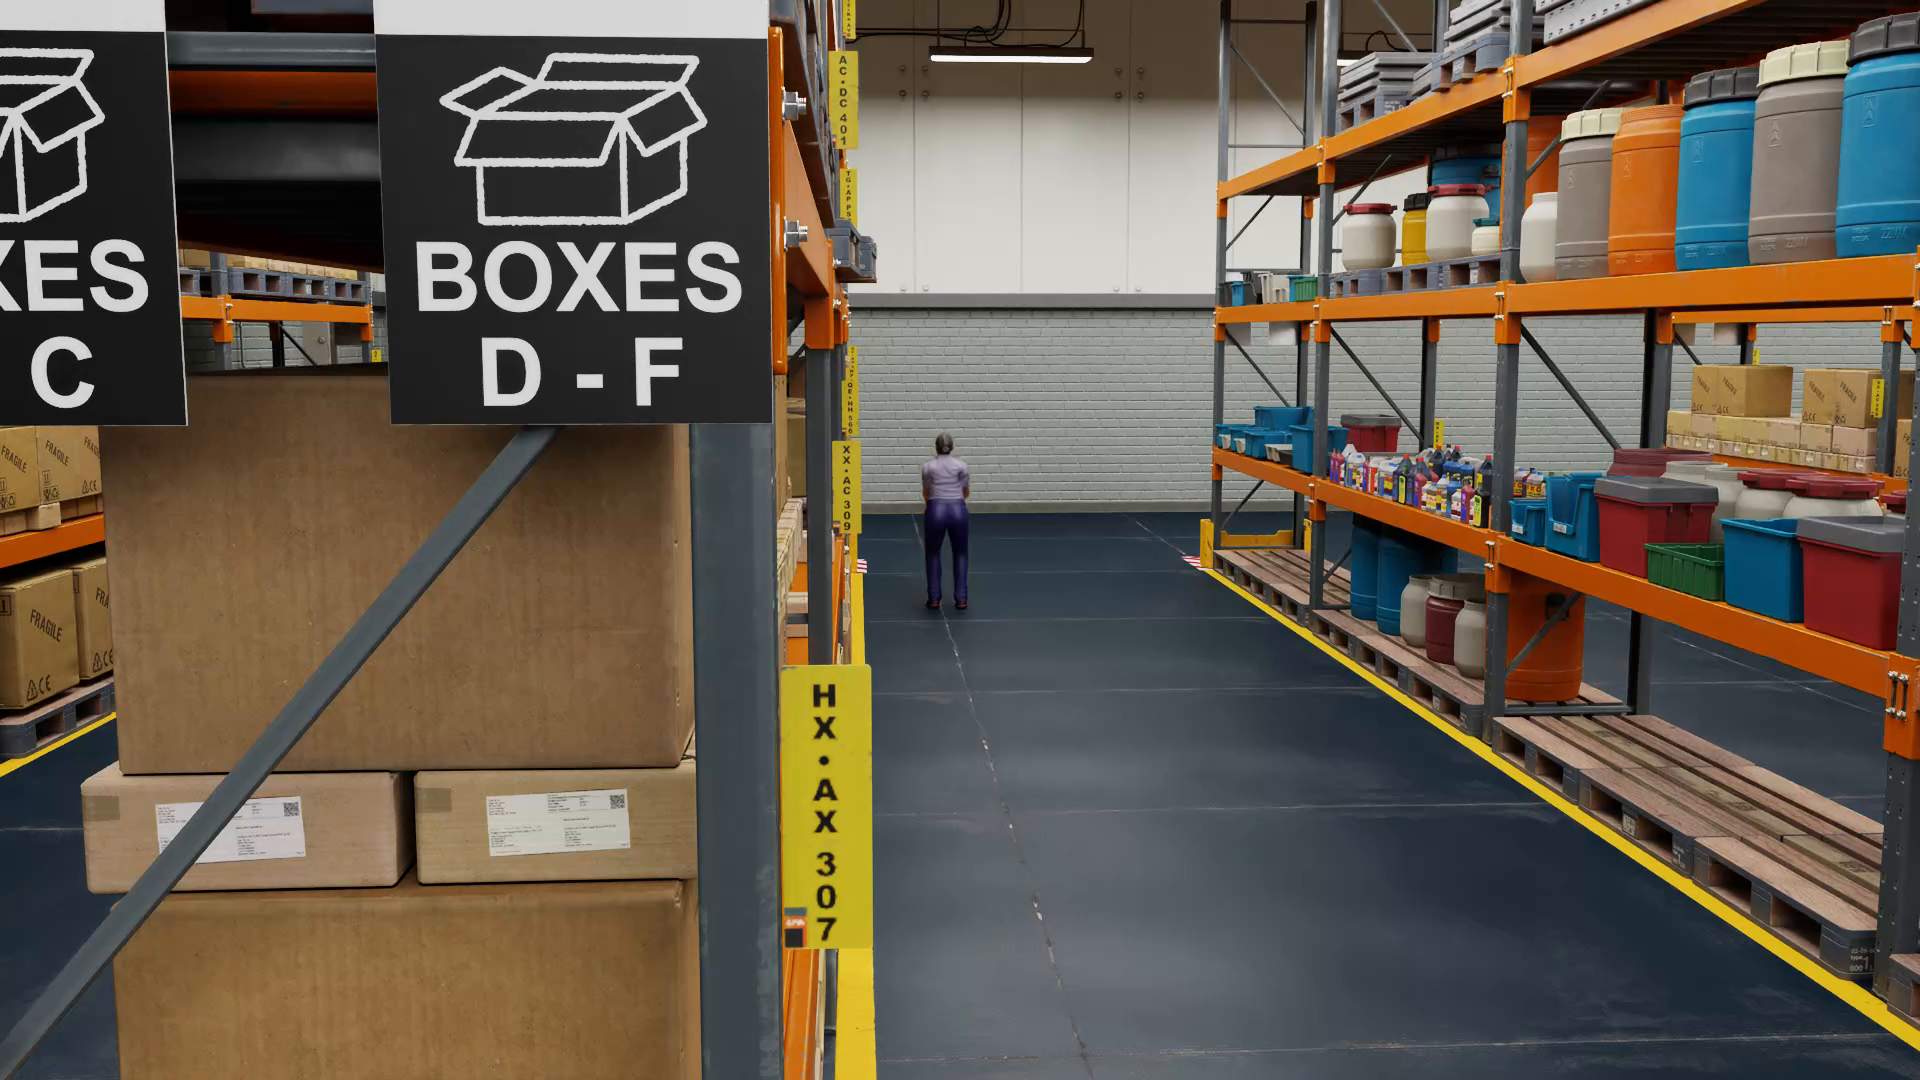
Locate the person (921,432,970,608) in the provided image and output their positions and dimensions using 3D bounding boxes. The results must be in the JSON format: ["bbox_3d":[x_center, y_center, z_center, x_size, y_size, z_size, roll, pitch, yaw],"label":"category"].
[{"bbox_3d":[-0.135,-0.185,15.429,0.453,1.626,0.514,0,7,-3],"label":"person"}]
